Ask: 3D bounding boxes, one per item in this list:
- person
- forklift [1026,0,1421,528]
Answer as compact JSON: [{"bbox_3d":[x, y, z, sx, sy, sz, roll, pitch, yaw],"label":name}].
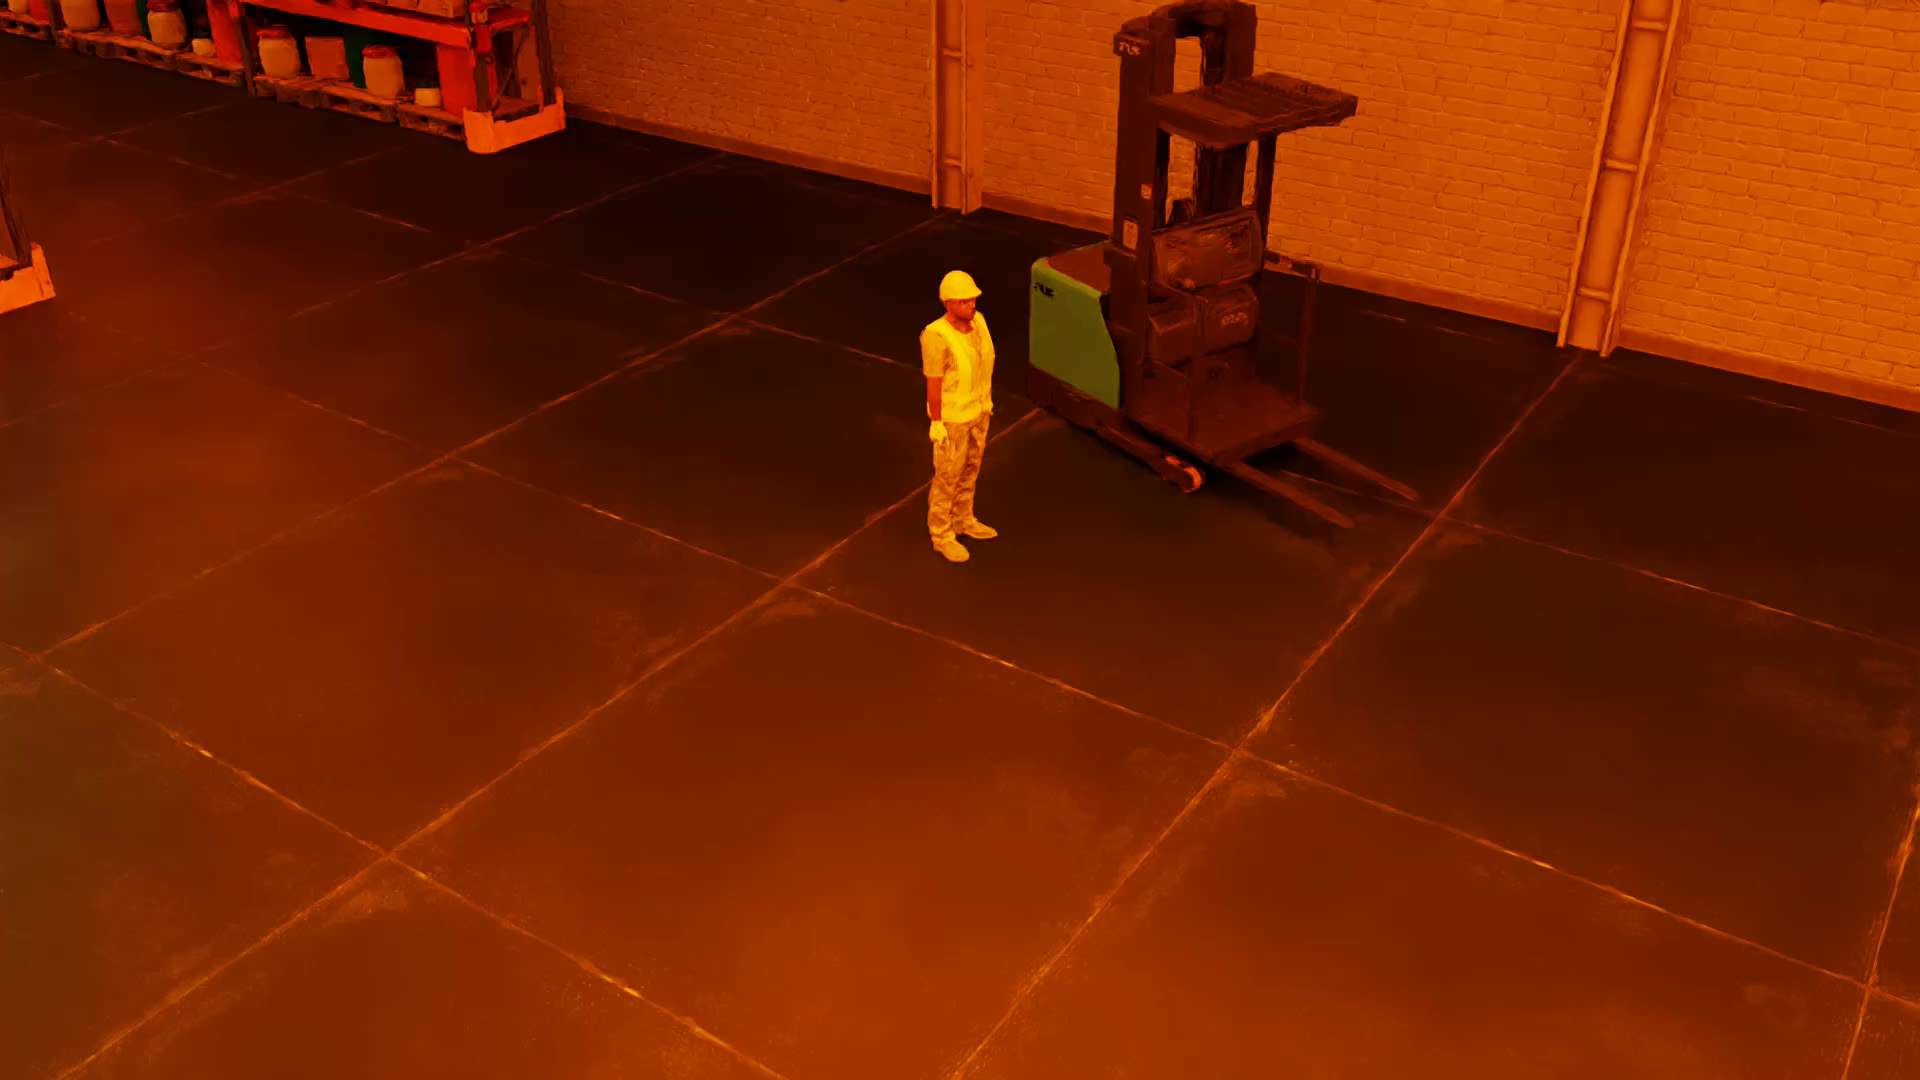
[{"bbox_3d":[0.012,-0.769,10.046,0.365,1.789,0.546,19,35,29],"label":"person"},{"bbox_3d":[1.759,-1.863,10.789,1.130,2.935,3.031,-20,36,-31],"label":"forklift"}]
